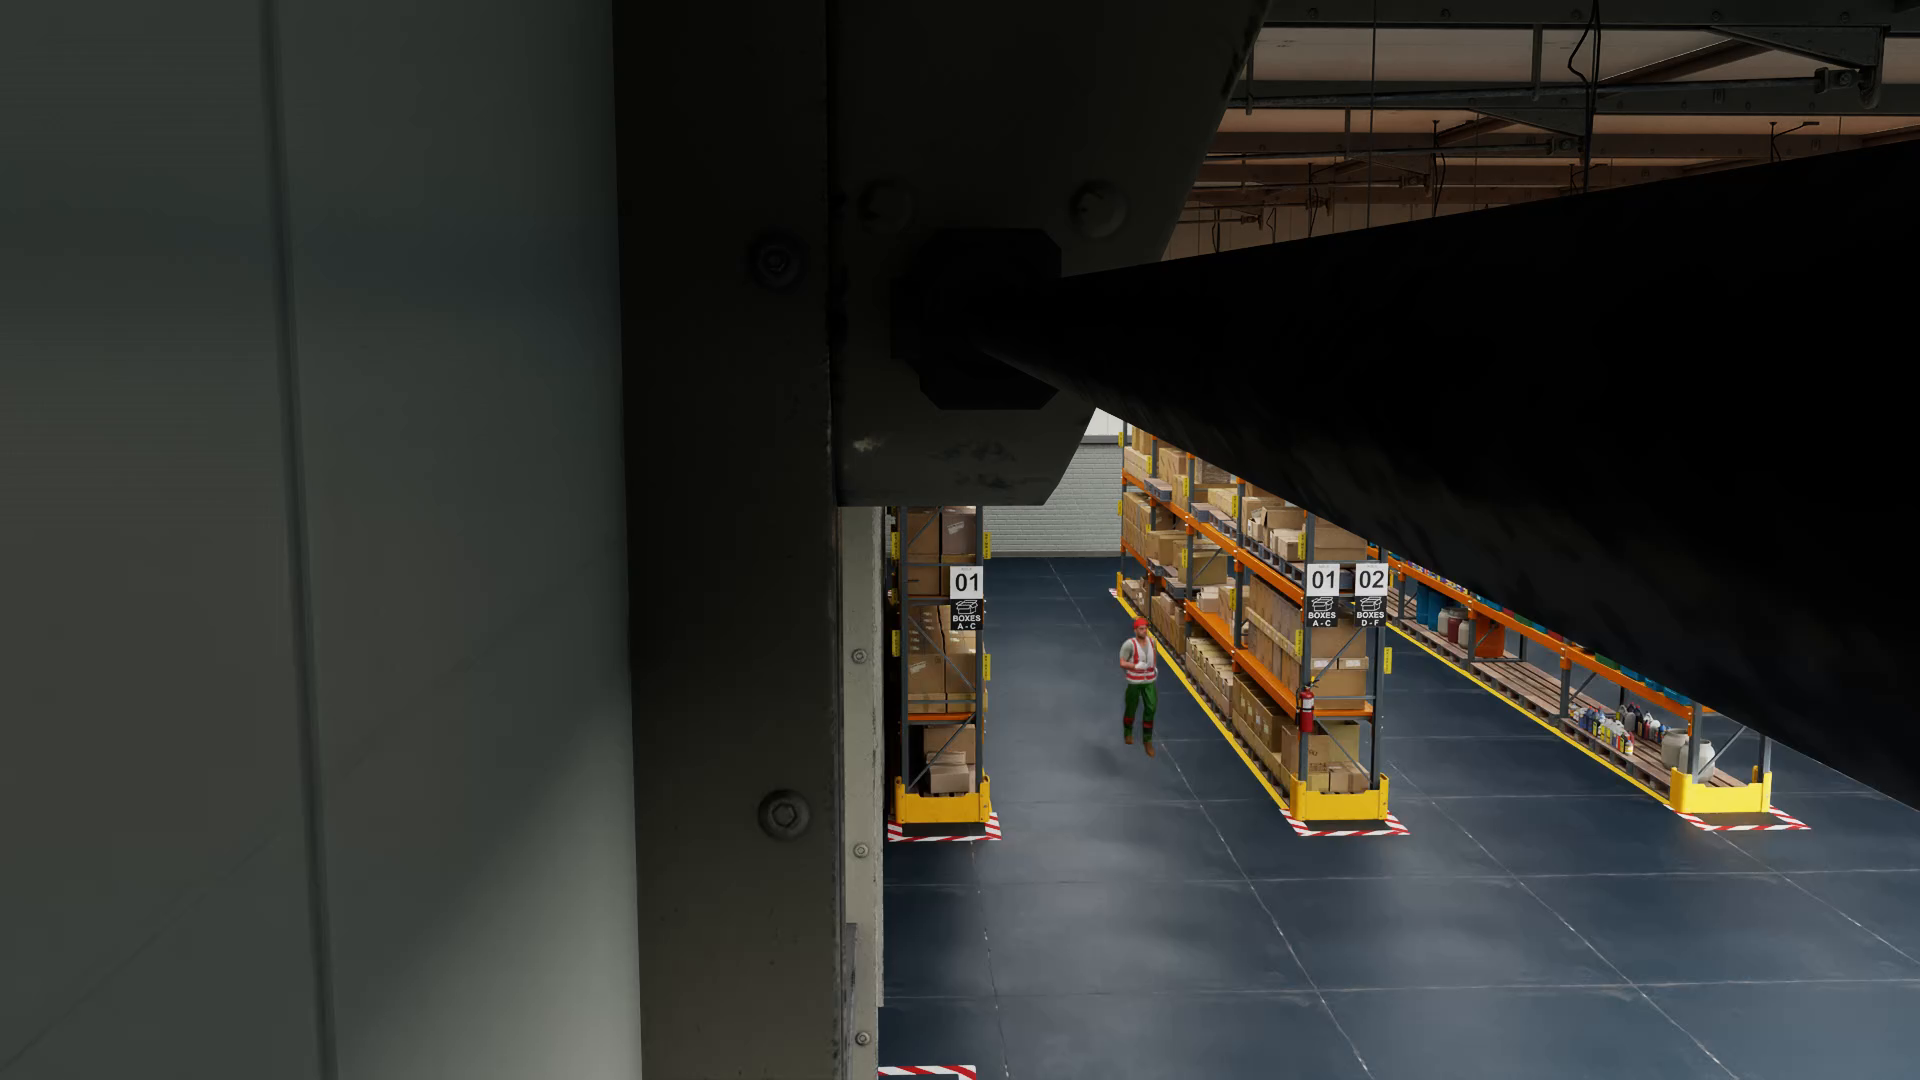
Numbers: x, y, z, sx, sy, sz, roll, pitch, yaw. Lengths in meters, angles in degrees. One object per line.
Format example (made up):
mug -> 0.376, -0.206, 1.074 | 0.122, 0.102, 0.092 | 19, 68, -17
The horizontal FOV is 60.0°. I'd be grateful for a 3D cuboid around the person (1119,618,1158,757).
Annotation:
person -> 2.464, 2.003, 22.711 | 0.664, 1.907, 0.751 | -3, 8, -18
